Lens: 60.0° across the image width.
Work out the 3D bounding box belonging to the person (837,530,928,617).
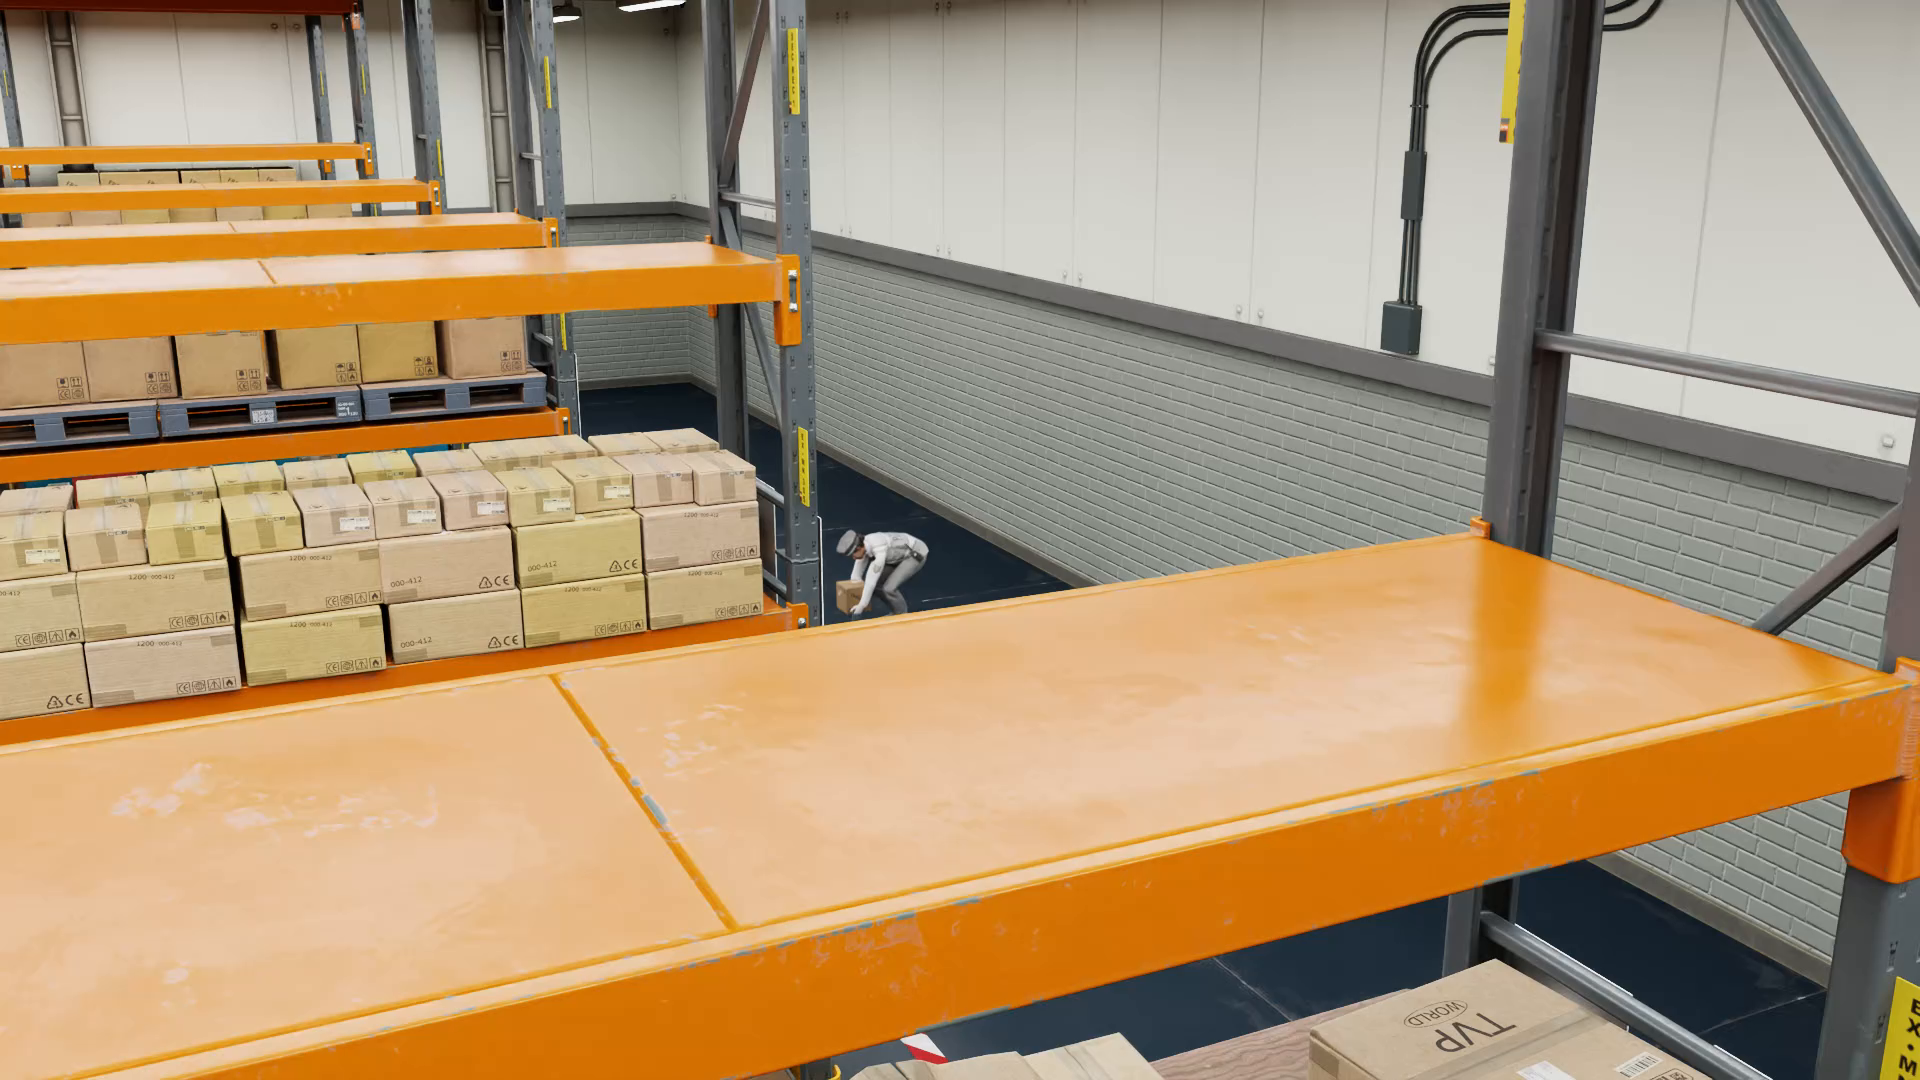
[{"bbox_3d":[-0.742,0.352,15.742,0.917,1.000,0.452,-8,17,-27],"label":"person"}]
